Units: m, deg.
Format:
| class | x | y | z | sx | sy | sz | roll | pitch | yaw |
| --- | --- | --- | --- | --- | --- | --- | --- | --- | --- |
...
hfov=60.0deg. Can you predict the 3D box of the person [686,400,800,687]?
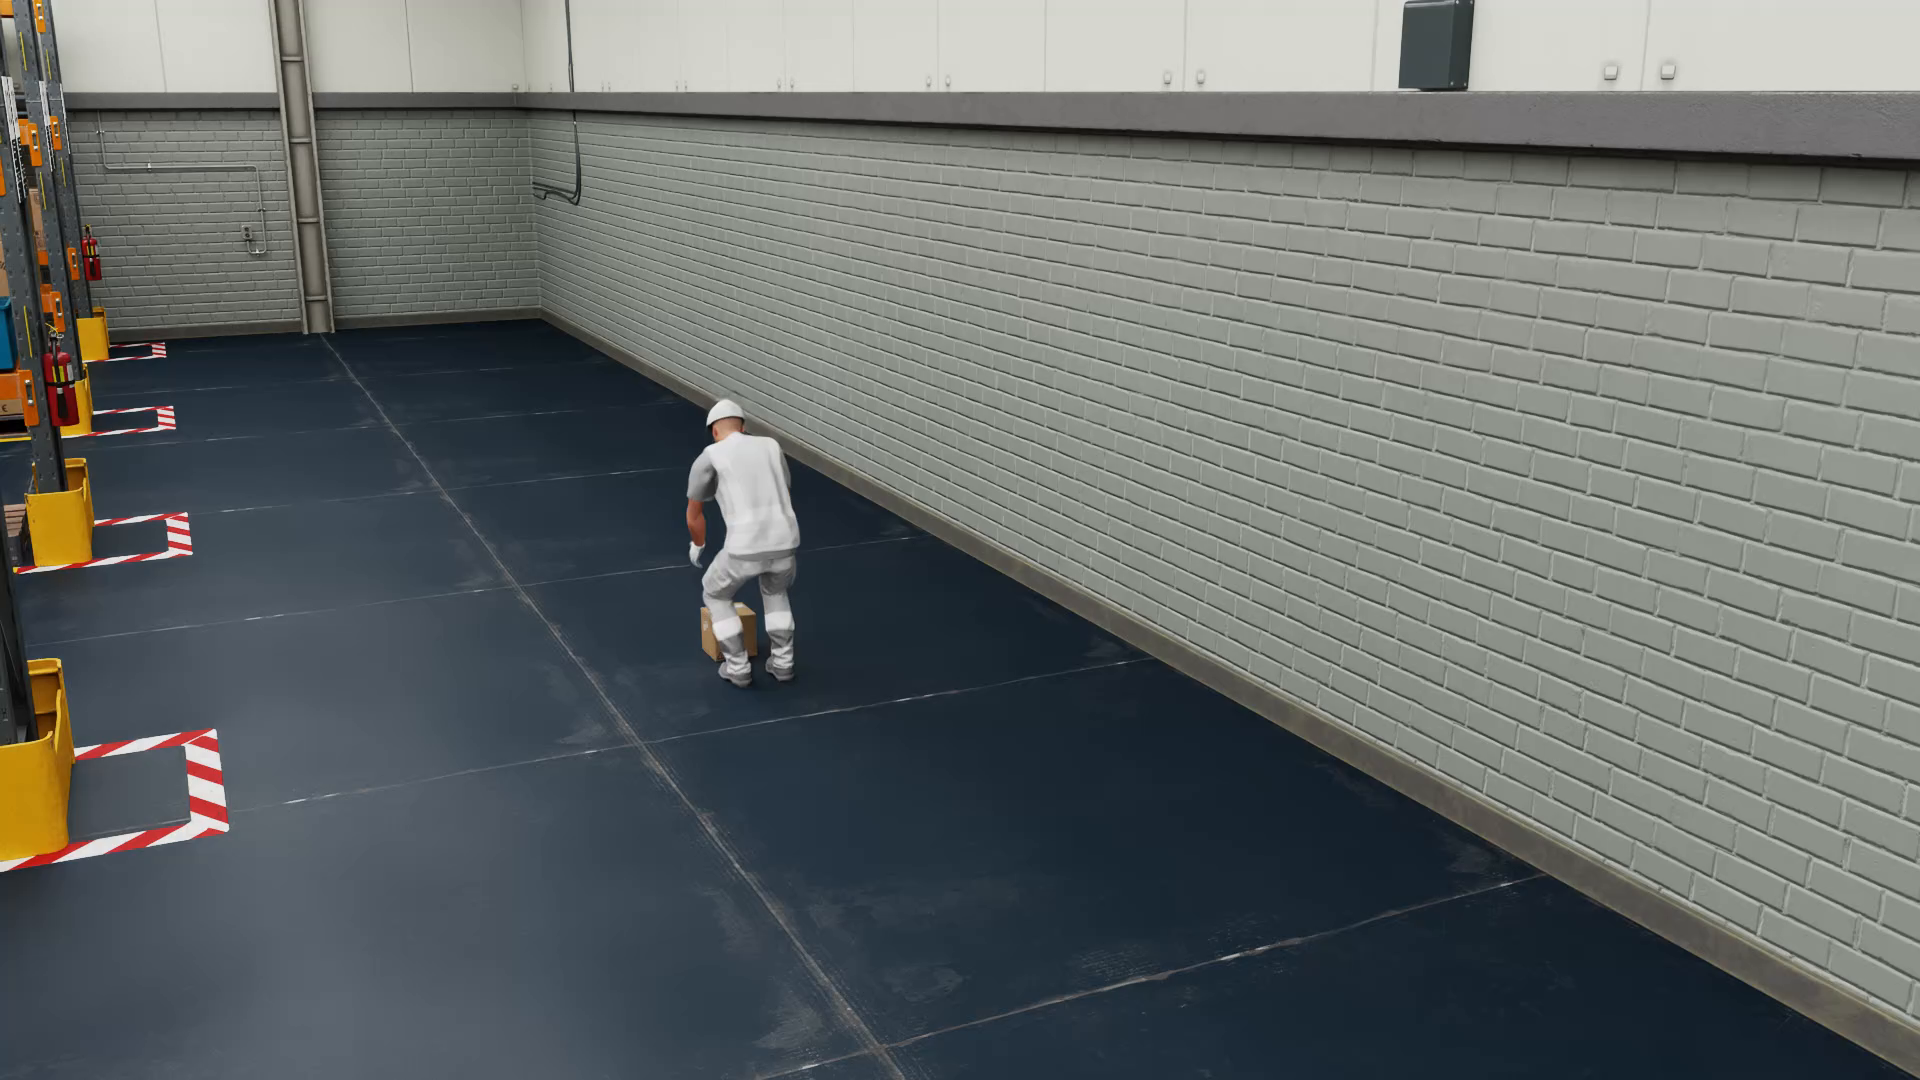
| class | x | y | z | sx | sy | sz | roll | pitch | yaw |
| --- | --- | --- | --- | --- | --- | --- | --- | --- | --- |
| person | -1.164 | 0.022 | 8.948 | 0.579 | 1.500 | 0.711 | -7 | 17 | -25 |
